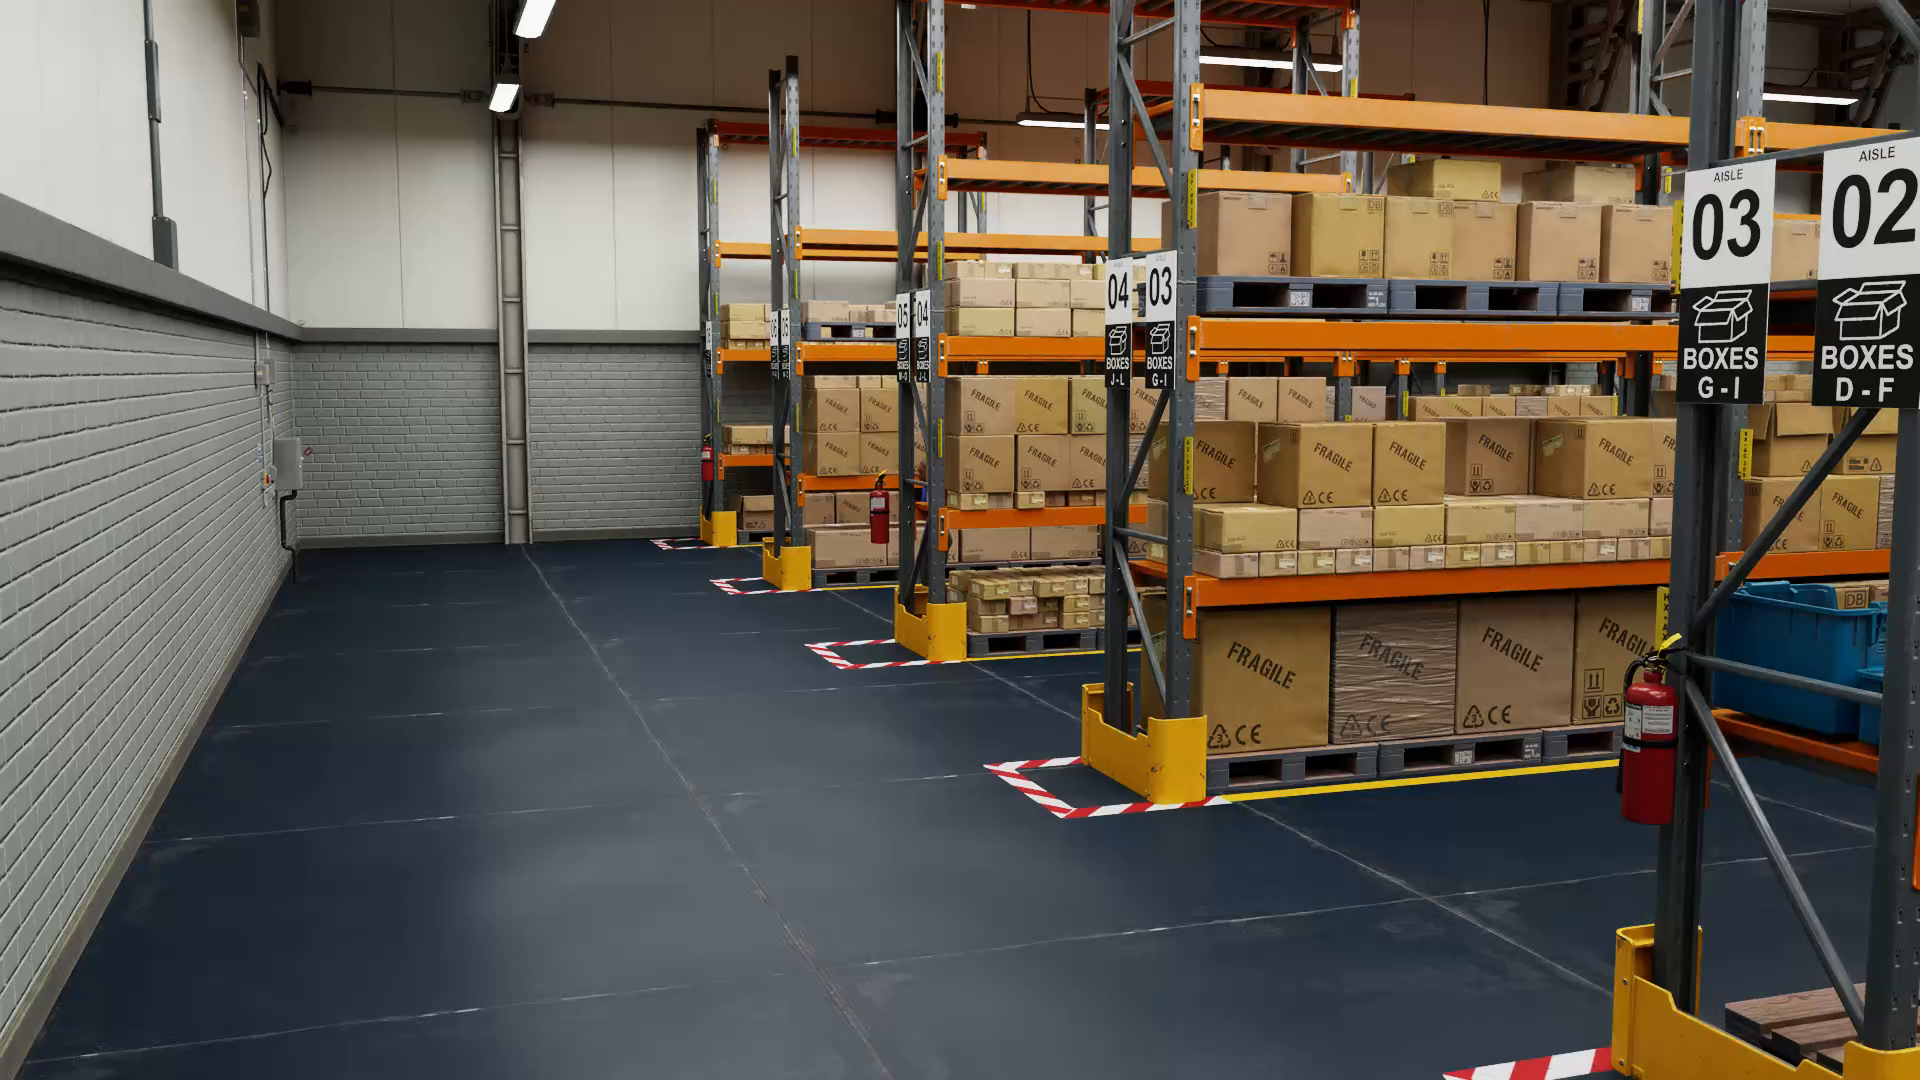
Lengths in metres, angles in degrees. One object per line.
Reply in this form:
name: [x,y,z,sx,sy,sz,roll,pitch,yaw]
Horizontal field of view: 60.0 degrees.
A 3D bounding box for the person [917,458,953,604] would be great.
person: [-0.267,0.001,16.585,0.349,1.654,0.504,-2,6,-18]
